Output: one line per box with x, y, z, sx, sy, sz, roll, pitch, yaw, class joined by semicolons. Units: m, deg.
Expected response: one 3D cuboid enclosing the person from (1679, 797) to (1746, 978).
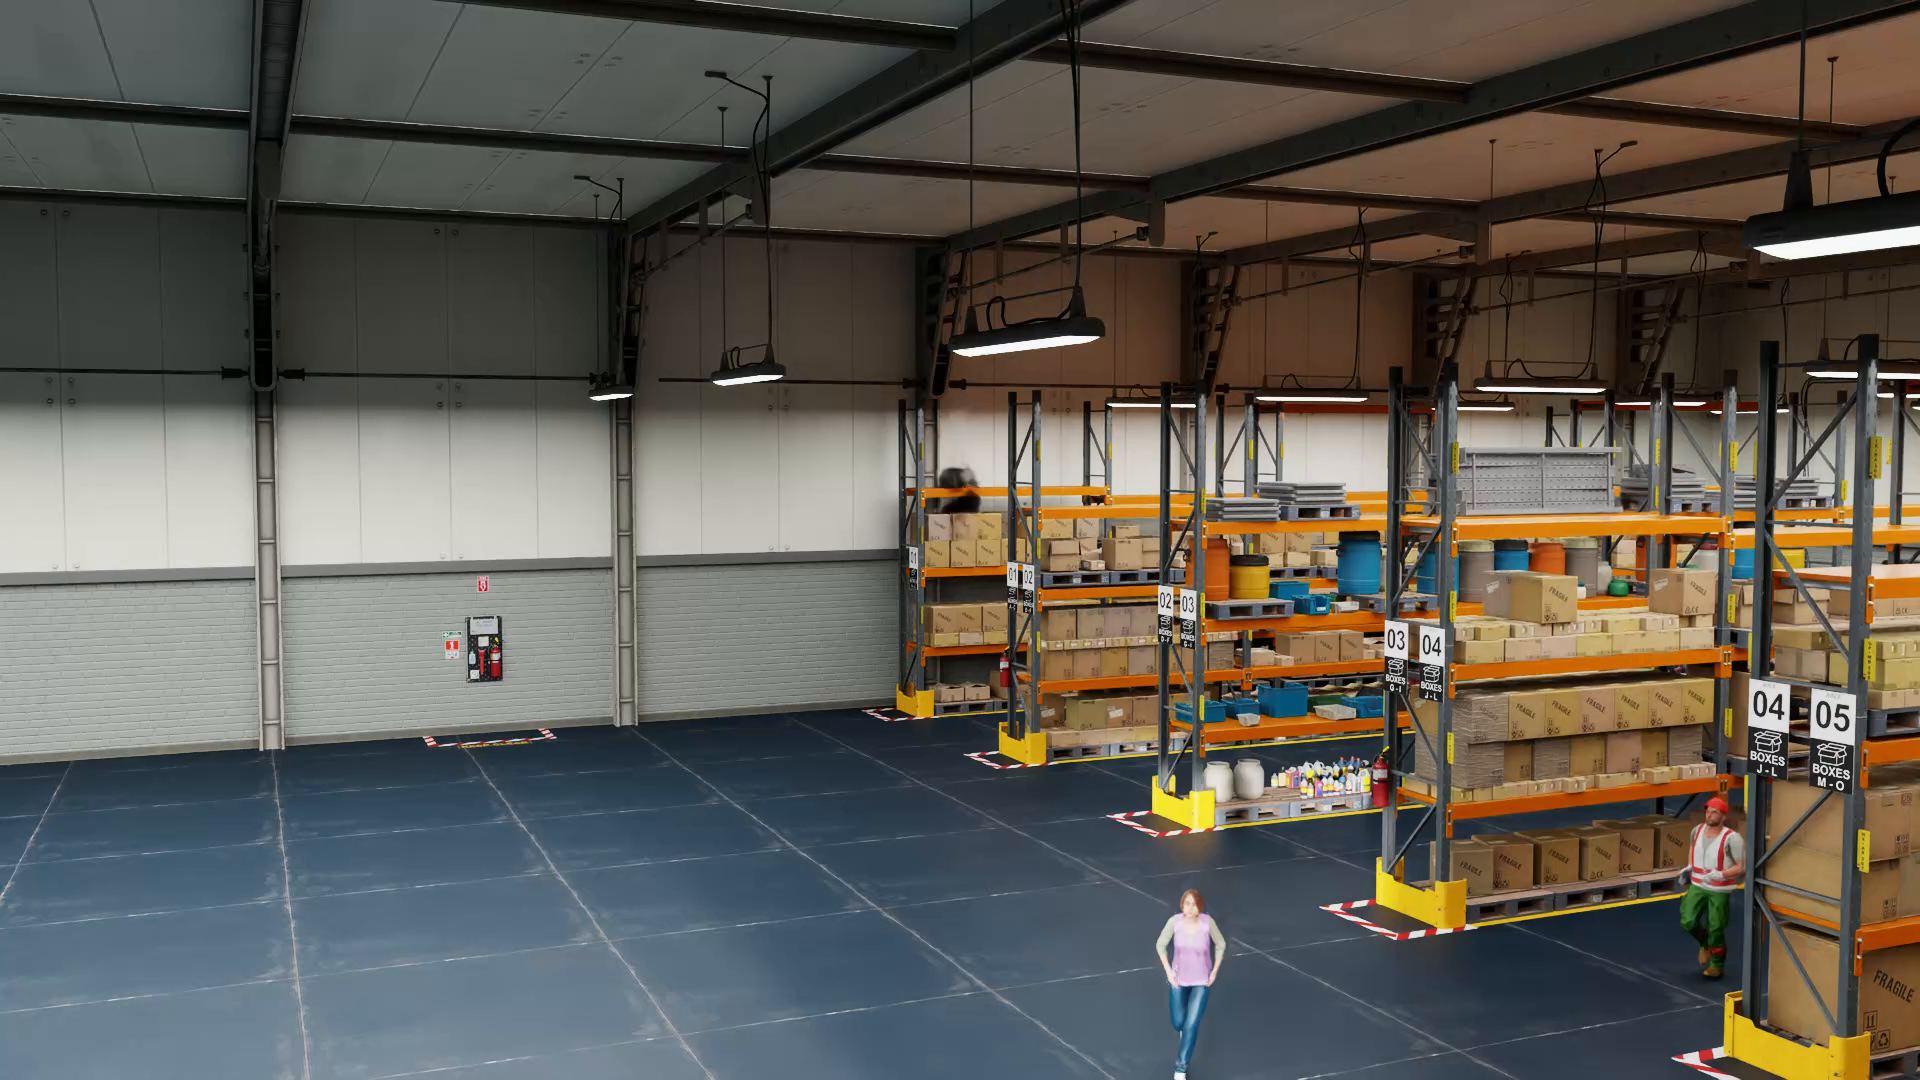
7.203;3.347;15.985;0.585;1.737;0.653;-3;4;-38;person

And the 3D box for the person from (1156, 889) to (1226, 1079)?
1.880;3.598;13.561;0.566;1.581;0.733;1;3;11;person
